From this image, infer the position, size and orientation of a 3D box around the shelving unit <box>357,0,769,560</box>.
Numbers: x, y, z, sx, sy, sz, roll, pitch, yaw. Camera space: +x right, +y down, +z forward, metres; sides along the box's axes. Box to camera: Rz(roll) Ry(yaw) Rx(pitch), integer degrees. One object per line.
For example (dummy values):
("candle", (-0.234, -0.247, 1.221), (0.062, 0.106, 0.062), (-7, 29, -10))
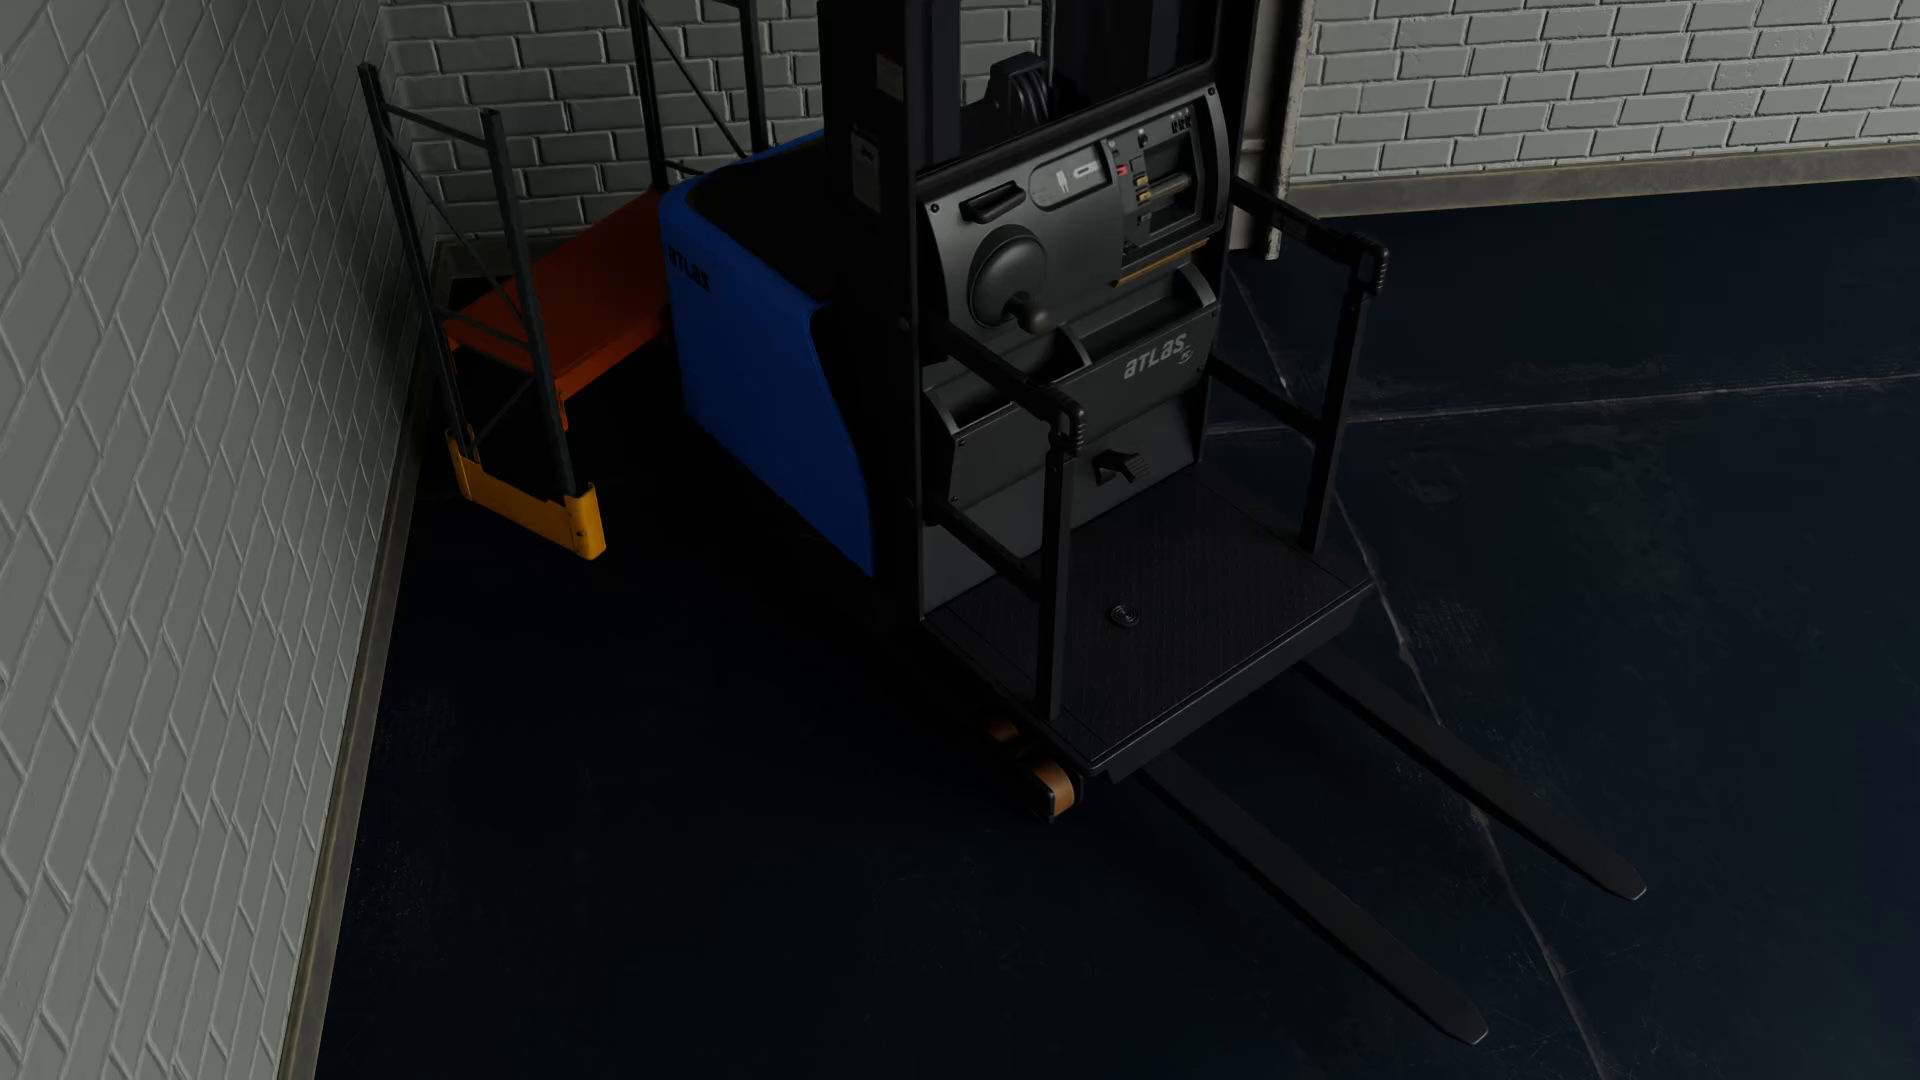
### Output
("shelving unit", (-1.093, -0.900, 5.127), (0.587, 1.500, 1.083), (24, 47, 24))

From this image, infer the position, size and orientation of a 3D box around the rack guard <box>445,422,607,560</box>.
("rack guard", (-1.369, -0.158, 5.238), (0.587, 0.250, 0.087), (24, 47, 24))

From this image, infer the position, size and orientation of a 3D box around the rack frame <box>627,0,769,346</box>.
("rack frame", (-0.816, -1.178, 5.436), (0.500, 1.500, 0.032), (24, 47, 24))

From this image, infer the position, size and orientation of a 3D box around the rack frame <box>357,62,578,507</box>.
("rack frame", (-1.380, -0.611, 4.808), (0.500, 1.500, 0.032), (24, 47, 24))

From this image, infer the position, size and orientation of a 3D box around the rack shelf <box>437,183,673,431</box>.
("rack shelf", (-1.098, -0.761, 5.242), (0.538, 0.185, 1.000), (24, 47, 24))

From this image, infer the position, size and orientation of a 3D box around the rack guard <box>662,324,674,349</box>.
("rack guard", (-0.817, -0.713, 5.854), (0.587, 0.250, 0.087), (24, 47, 24))

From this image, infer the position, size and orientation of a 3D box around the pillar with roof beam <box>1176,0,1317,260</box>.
("pillar with roof beam", (1.580, -1.660, 0.372), (0.400, 9.000, 9.100), (-5, 42, -6))

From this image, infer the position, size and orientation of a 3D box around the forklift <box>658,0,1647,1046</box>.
("forklift", (0.436, -0.731, 3.872), (1.130, 2.935, 3.031), (-29, 49, -28))
